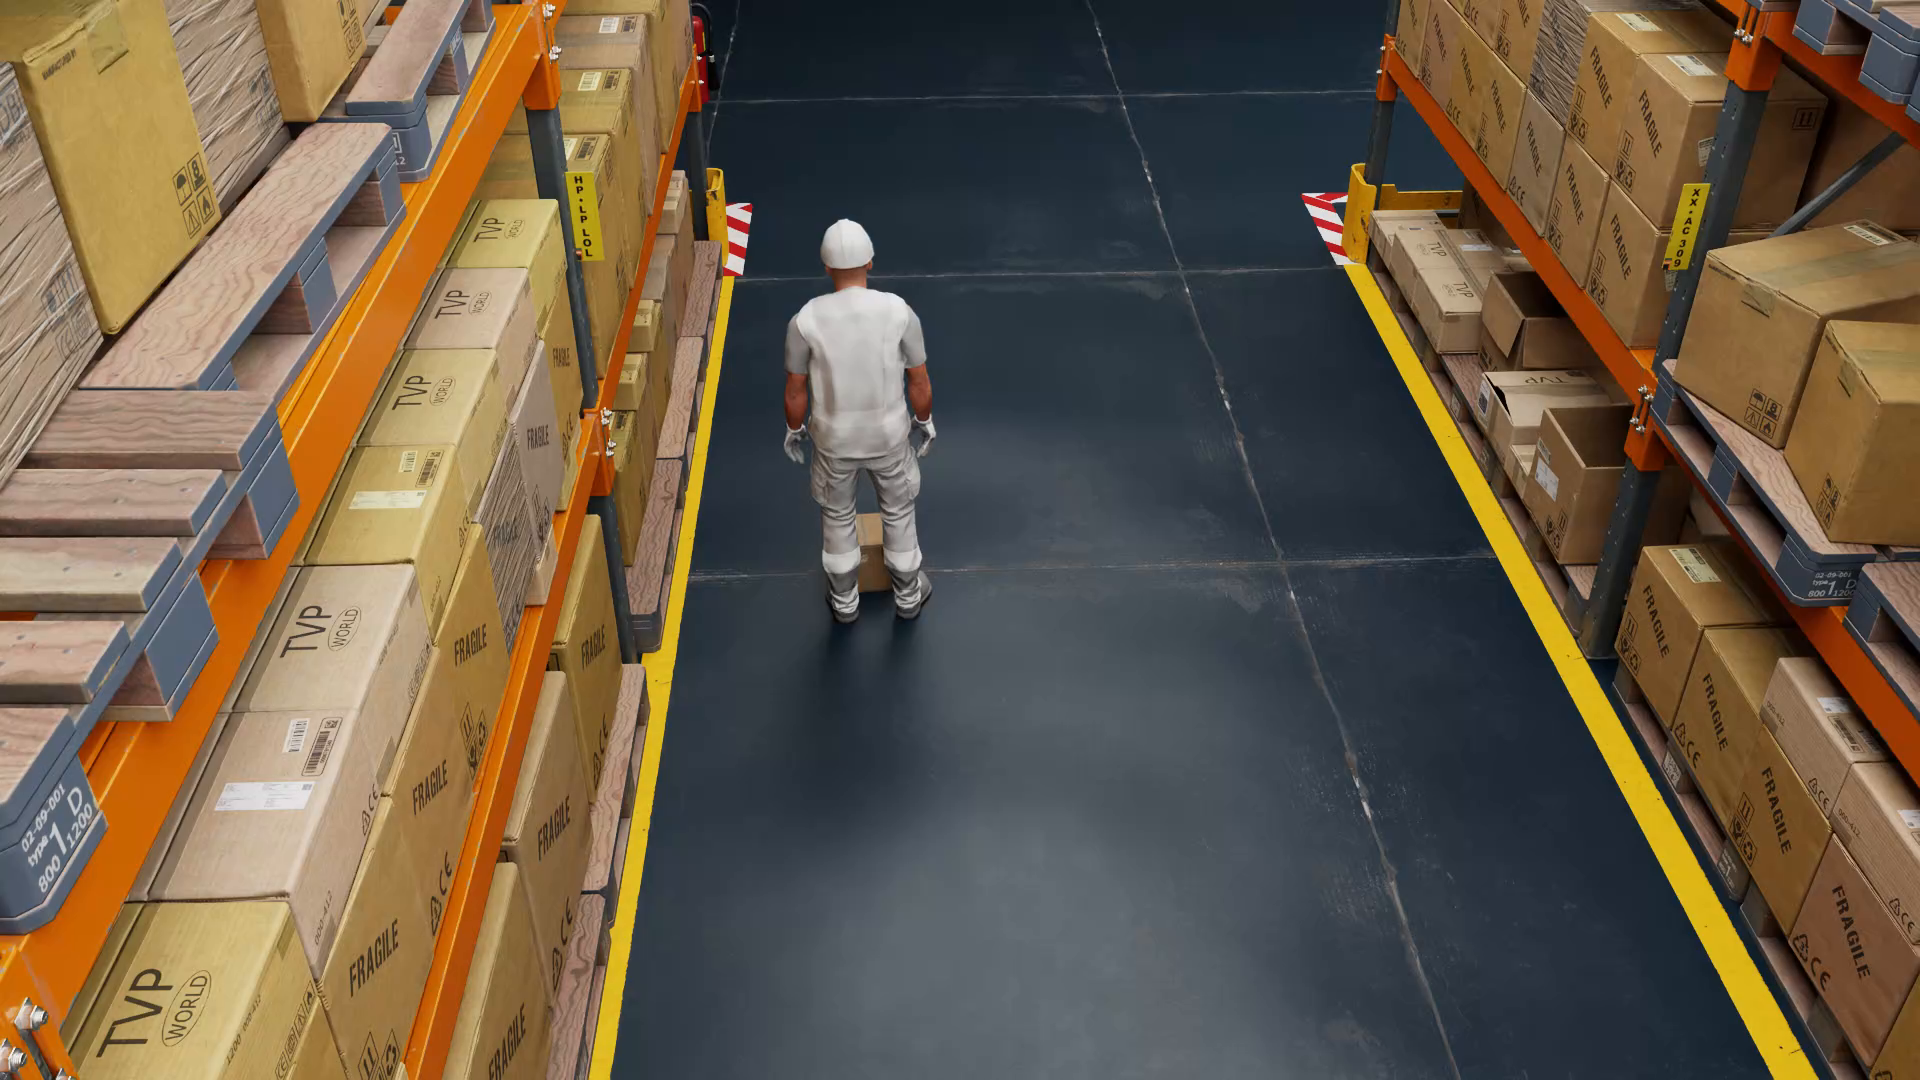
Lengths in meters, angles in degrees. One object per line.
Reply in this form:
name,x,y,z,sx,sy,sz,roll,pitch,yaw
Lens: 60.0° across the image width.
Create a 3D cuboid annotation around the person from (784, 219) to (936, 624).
person,-0.407,-0.442,6.764,0.623,1.780,0.448,-3,35,-4
